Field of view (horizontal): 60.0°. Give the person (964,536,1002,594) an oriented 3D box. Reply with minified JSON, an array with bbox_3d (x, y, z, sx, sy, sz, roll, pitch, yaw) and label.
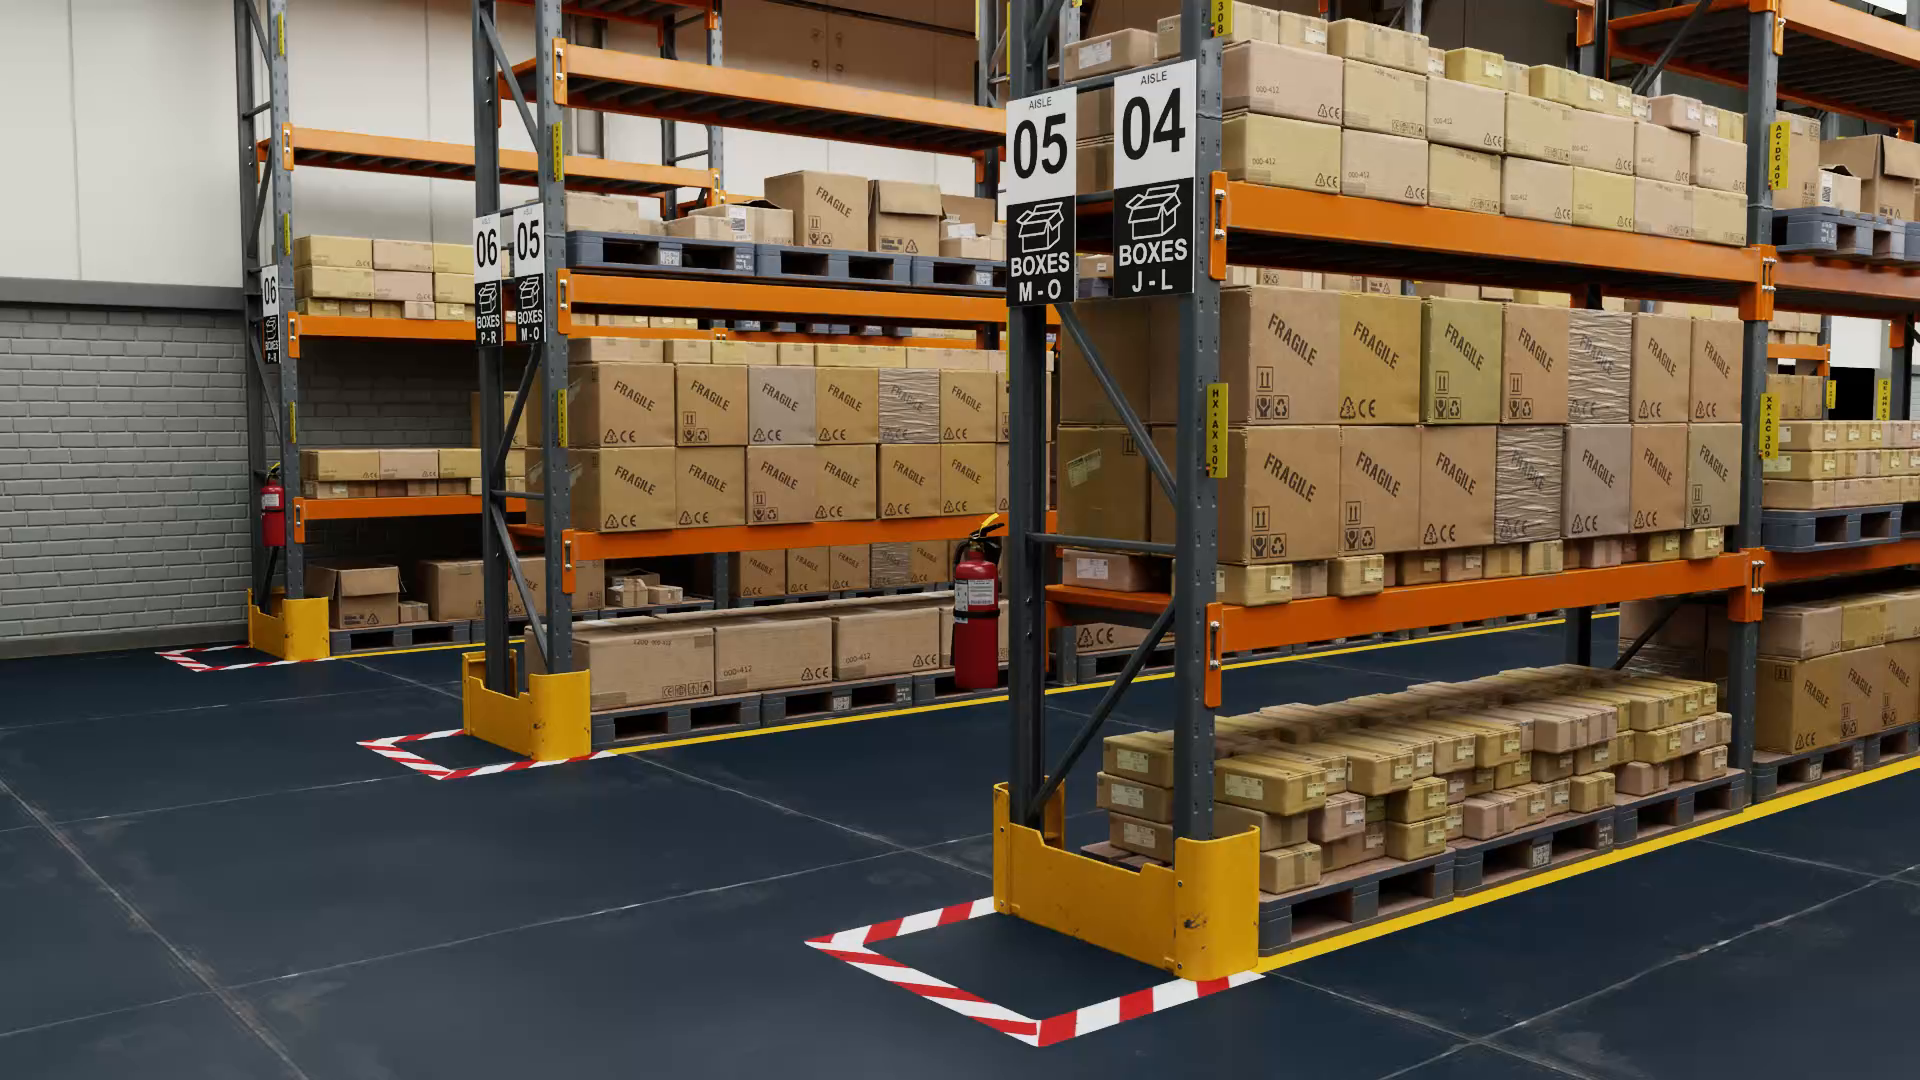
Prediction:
[{"bbox_3d":[0.178,-0.035,16.196,0.494,1.634,0.551,-3,5,-38],"label":"person"}]
